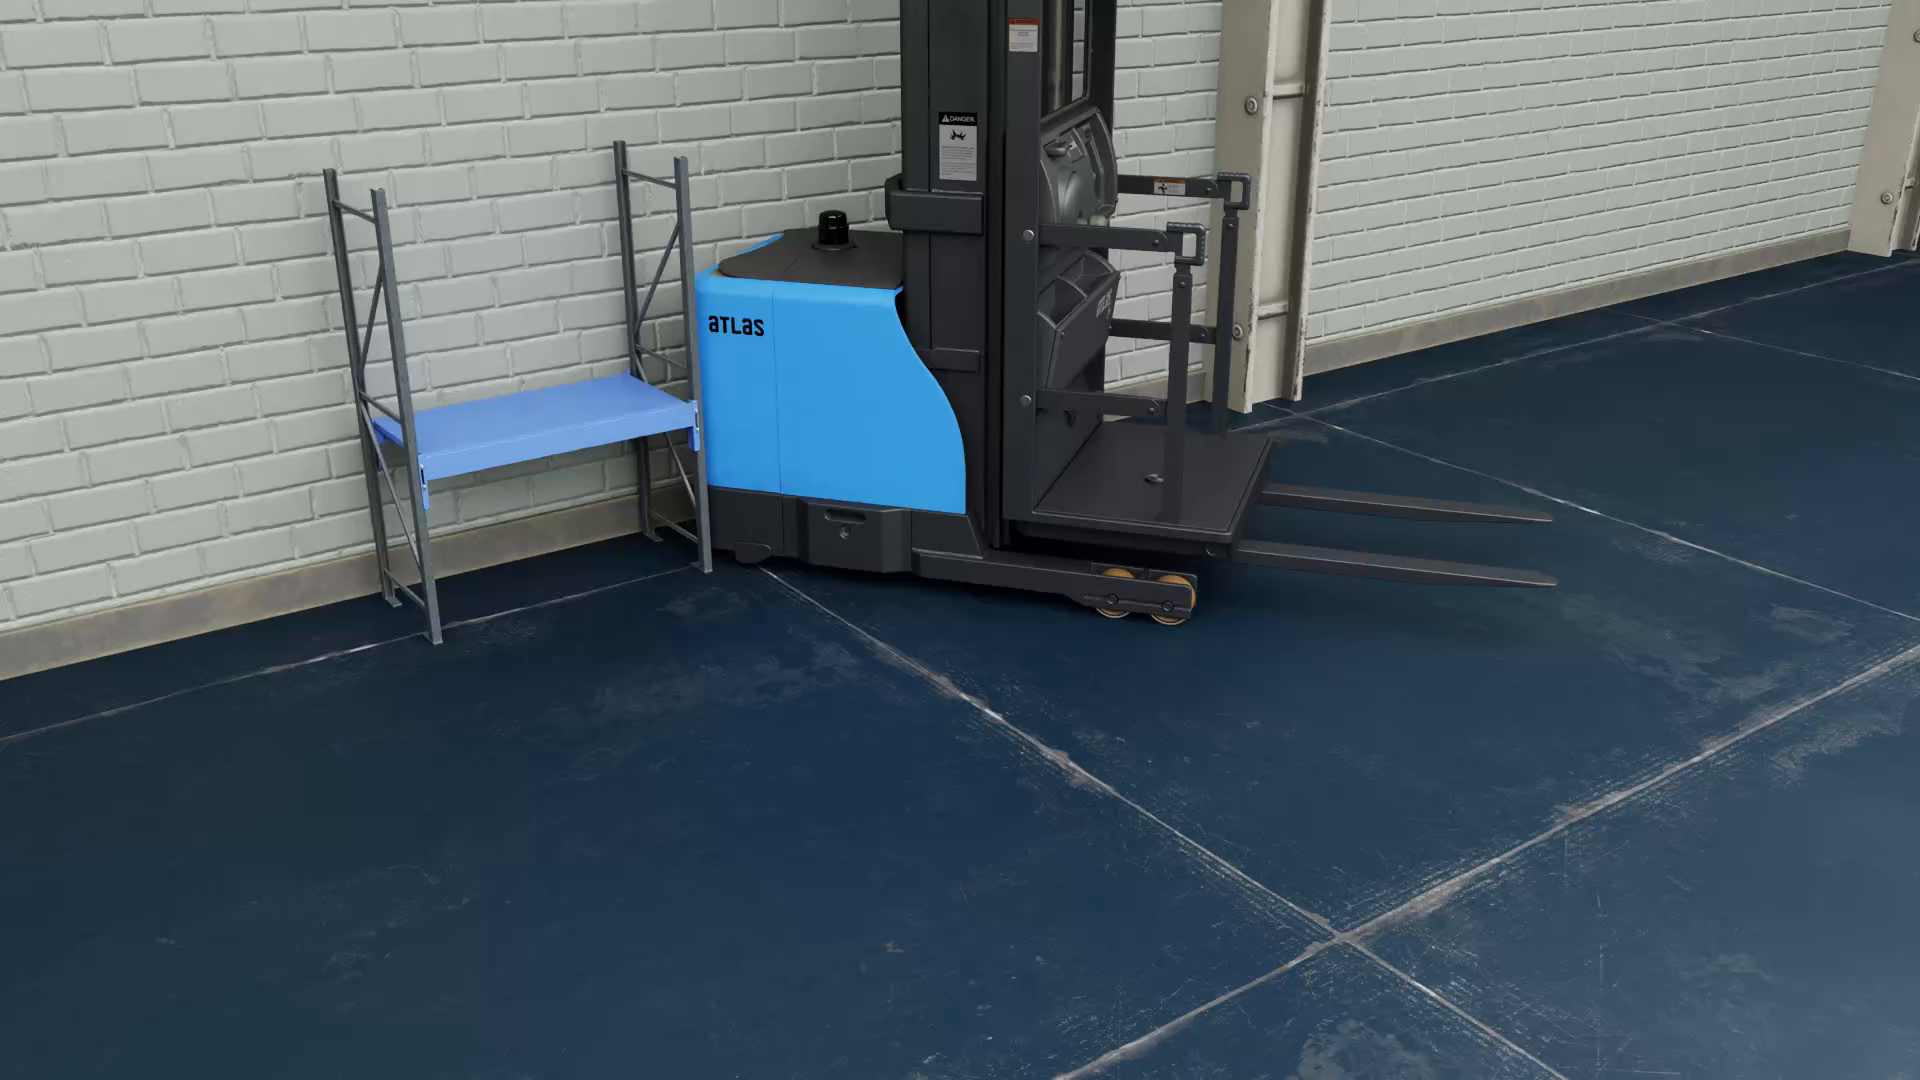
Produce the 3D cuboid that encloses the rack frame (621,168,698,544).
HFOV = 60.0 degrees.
[{"bbox_3d":[-1.071,-0.650,6.001,0.013,1.308,0.475,-16,27,-34],"label":"rack frame"}]

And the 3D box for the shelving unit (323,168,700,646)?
[{"bbox_3d":[-1.480,-0.535,5.714,1.039,1.500,0.538,-16,27,-34],"label":"shelving unit"}]

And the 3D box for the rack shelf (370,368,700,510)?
[{"bbox_3d":[-1.476,-0.369,5.783,1.000,0.185,0.538,-16,27,-34],"label":"rack shelf"}]

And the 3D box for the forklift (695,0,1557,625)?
[{"bbox_3d":[0.601,-1.292,5.679,3.031,2.935,1.130,7,23,16],"label":"forklift"}]

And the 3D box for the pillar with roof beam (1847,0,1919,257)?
[{"bbox_3d":[8.805,-4.874,6.468,0.400,9.000,9.100,-15,26,-33],"label":"pillar with roof beam"}]

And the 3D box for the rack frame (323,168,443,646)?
[{"bbox_3d":[-1.883,-0.423,5.433,0.032,1.500,0.500,-16,27,-34],"label":"rack frame"}]

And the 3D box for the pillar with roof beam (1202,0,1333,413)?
[{"bbox_3d":[3.934,-3.575,3.213,0.400,9.000,9.100,-15,26,-33],"label":"pillar with roof beam"}]
